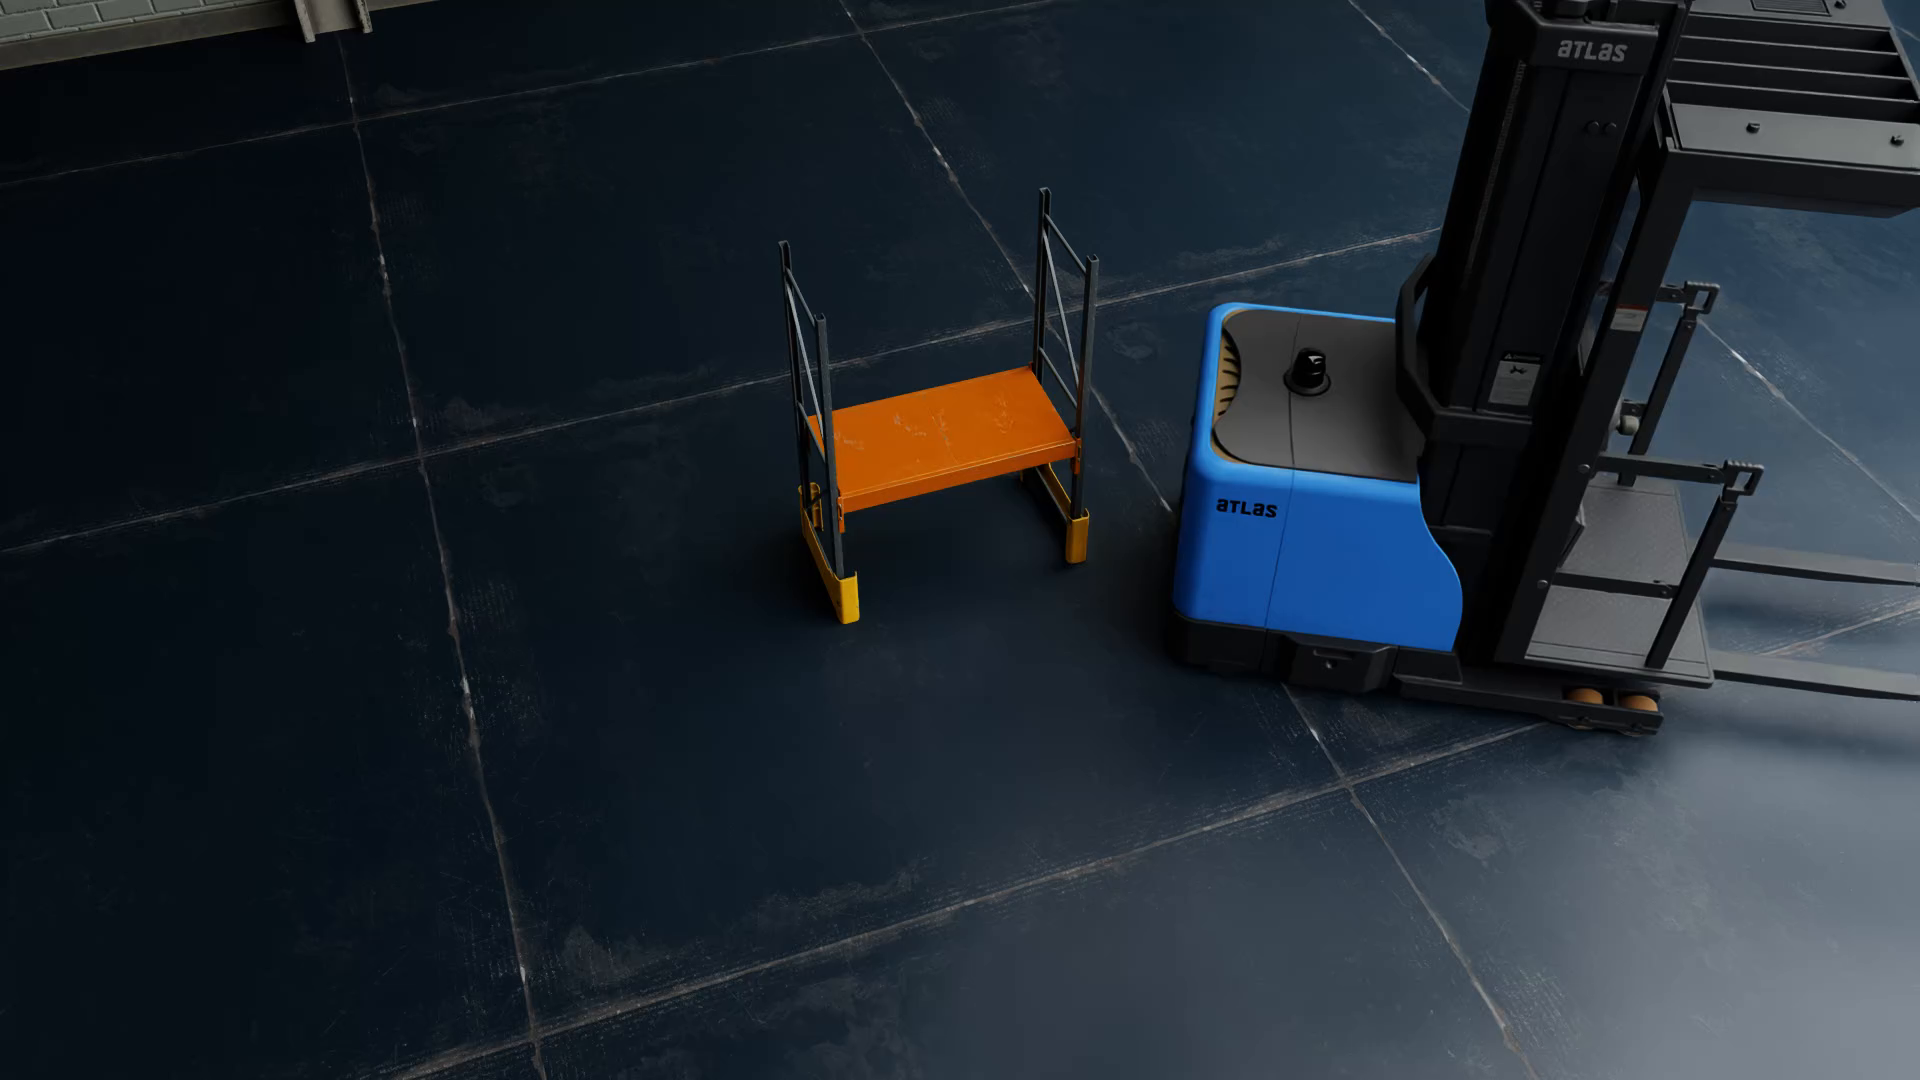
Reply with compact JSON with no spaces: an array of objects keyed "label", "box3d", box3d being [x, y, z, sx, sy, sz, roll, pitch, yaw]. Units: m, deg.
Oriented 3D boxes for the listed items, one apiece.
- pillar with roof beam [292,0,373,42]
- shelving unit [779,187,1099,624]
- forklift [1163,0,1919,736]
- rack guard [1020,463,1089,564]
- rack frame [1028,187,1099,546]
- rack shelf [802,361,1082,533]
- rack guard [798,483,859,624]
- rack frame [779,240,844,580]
[{"label":"pillar with roof beam","box3d":[-2.364,-3.467,4.162,0.400,9.000,9.100,-14,47,-14]},{"label":"shelving unit","box3d":[-0.072,-0.511,6.510,1.083,1.500,0.587,-14,47,-14]},{"label":"forklift","box3d":[2.367,-0.698,5.686,3.031,2.935,1.130,7,46,7]},{"label":"rack guard","box3d":[0.397,-0.190,7.072,0.087,0.250,0.587,-14,47,-14]},{"label":"rack frame","box3d":[0.398,-0.631,6.629,0.032,1.500,0.500,-14,47,-14]},{"label":"rack shelf","box3d":[-0.080,-0.382,6.635,1.000,0.185,0.538,-14,47,-14]},{"label":"rack guard","box3d":[-0.540,0.050,6.833,0.087,0.250,0.587,-14,47,-14]},{"label":"rack frame","box3d":[-0.558,-0.387,6.386,0.032,1.500,0.500,-14,47,-14]}]
